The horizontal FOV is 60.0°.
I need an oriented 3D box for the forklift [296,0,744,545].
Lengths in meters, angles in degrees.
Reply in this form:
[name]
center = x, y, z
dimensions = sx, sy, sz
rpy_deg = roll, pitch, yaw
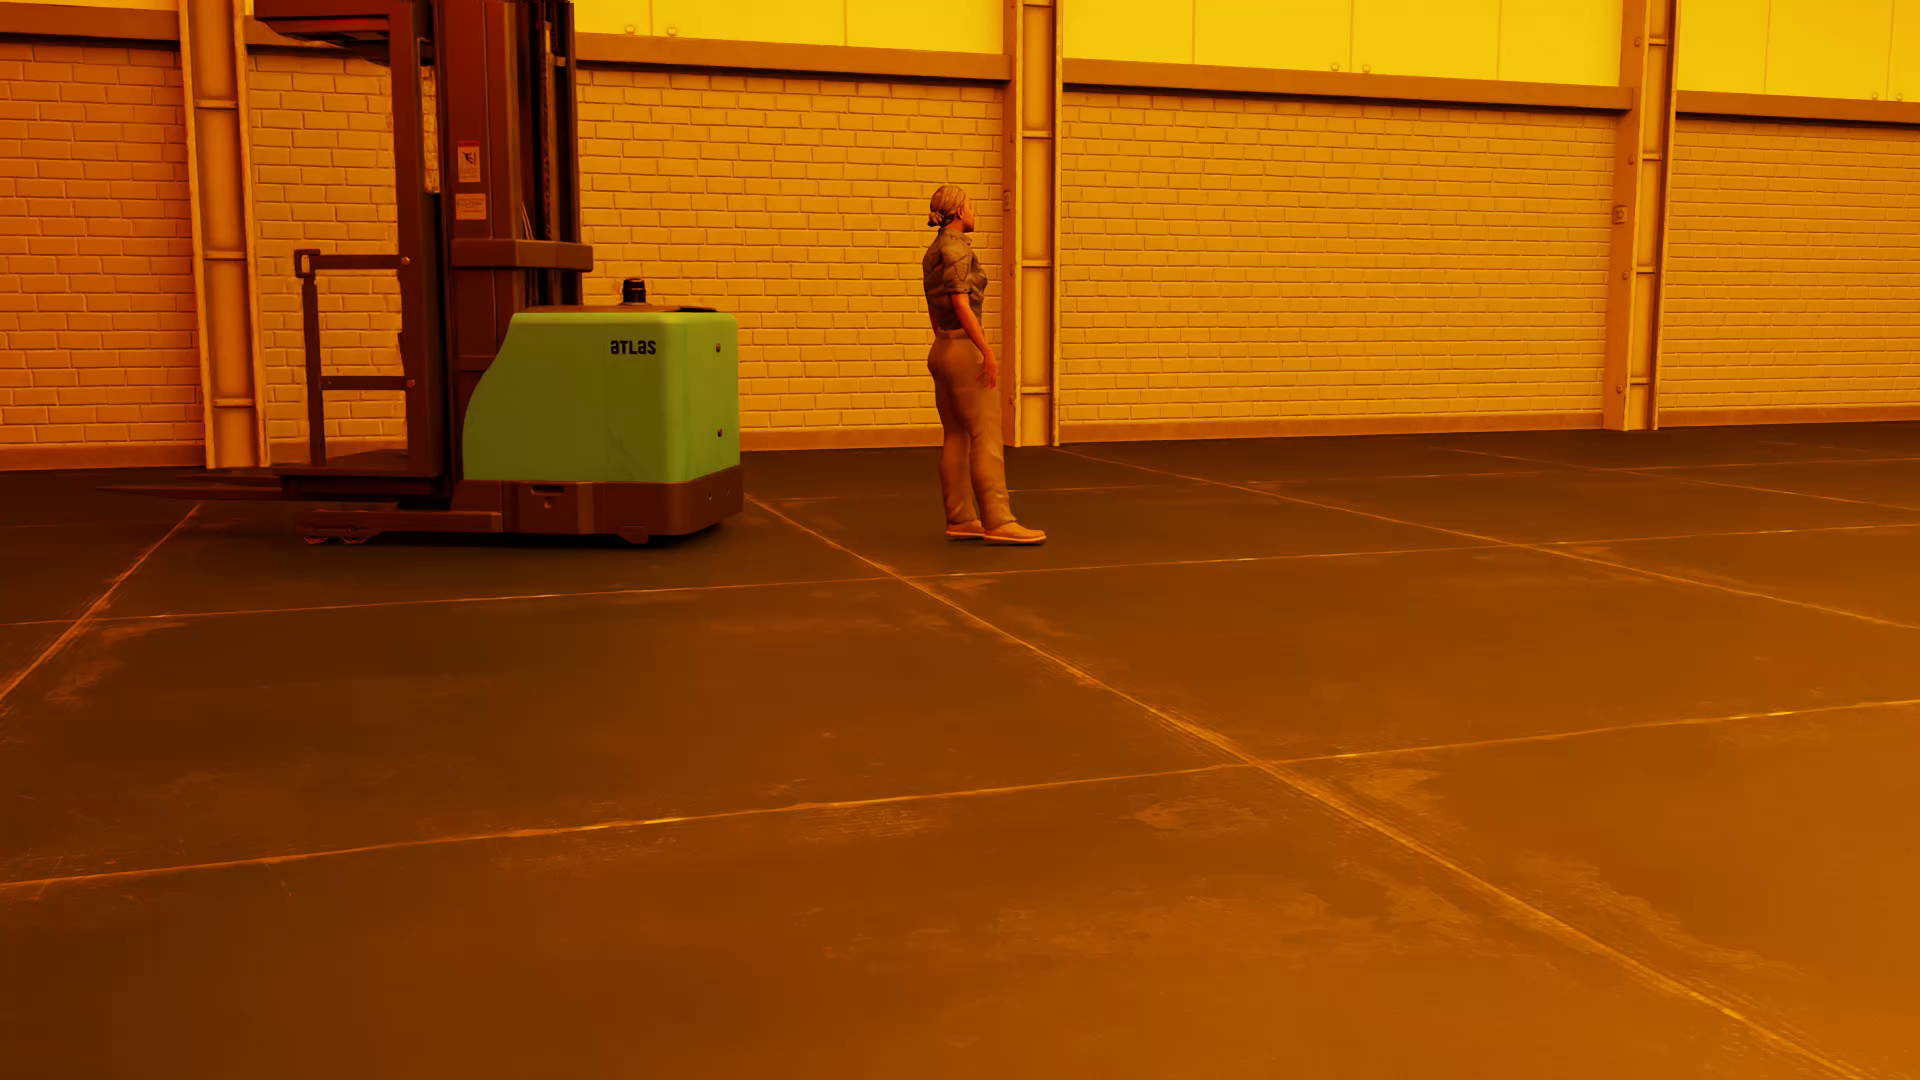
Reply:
[forklift]
center = -2.662, -1.498, 8.064
dimensions = 3.031, 2.935, 1.130
rpy_deg = 1, 8, 8

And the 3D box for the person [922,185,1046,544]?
[person]
center = 0.090, -0.823, 7.821
dimensions = 0.504, 1.643, 0.569
rpy_deg = -3, 8, -18
